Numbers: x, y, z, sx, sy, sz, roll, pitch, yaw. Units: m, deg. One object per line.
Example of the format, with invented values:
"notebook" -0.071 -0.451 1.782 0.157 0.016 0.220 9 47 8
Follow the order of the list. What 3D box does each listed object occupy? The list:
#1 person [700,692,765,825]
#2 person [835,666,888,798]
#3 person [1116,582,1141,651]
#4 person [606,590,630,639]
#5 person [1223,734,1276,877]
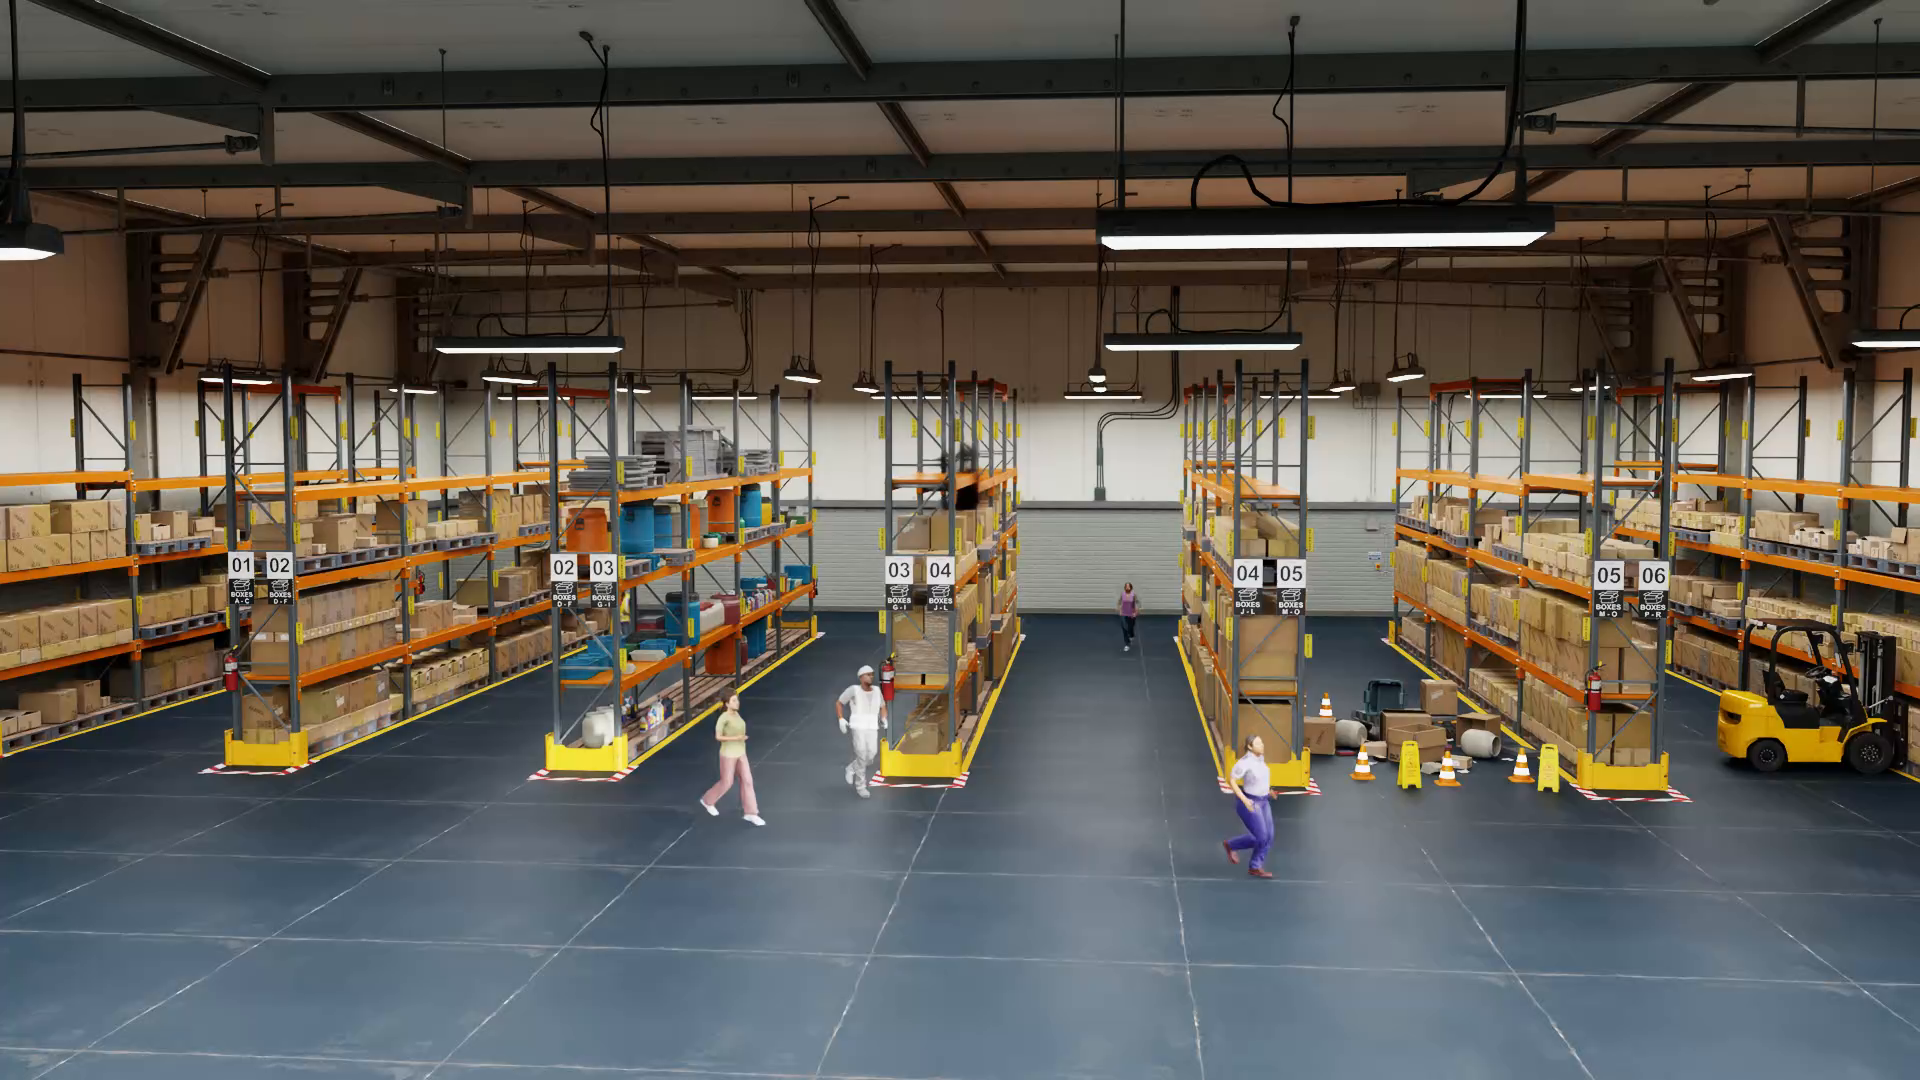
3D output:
"person" -2.906 2.757 21.133 0.955 1.673 0.578 2 4 30
"person" -1.325 2.627 23.022 0.733 1.754 0.743 -2 4 -31
"person" 3.853 1.729 38.009 0.559 1.559 0.611 1 4 12
"person" -7.279 1.780 35.703 0.671 1.787 0.809 0 4 -3
"person" 3.274 2.973 18.711 0.566 1.599 0.623 3 5 37
